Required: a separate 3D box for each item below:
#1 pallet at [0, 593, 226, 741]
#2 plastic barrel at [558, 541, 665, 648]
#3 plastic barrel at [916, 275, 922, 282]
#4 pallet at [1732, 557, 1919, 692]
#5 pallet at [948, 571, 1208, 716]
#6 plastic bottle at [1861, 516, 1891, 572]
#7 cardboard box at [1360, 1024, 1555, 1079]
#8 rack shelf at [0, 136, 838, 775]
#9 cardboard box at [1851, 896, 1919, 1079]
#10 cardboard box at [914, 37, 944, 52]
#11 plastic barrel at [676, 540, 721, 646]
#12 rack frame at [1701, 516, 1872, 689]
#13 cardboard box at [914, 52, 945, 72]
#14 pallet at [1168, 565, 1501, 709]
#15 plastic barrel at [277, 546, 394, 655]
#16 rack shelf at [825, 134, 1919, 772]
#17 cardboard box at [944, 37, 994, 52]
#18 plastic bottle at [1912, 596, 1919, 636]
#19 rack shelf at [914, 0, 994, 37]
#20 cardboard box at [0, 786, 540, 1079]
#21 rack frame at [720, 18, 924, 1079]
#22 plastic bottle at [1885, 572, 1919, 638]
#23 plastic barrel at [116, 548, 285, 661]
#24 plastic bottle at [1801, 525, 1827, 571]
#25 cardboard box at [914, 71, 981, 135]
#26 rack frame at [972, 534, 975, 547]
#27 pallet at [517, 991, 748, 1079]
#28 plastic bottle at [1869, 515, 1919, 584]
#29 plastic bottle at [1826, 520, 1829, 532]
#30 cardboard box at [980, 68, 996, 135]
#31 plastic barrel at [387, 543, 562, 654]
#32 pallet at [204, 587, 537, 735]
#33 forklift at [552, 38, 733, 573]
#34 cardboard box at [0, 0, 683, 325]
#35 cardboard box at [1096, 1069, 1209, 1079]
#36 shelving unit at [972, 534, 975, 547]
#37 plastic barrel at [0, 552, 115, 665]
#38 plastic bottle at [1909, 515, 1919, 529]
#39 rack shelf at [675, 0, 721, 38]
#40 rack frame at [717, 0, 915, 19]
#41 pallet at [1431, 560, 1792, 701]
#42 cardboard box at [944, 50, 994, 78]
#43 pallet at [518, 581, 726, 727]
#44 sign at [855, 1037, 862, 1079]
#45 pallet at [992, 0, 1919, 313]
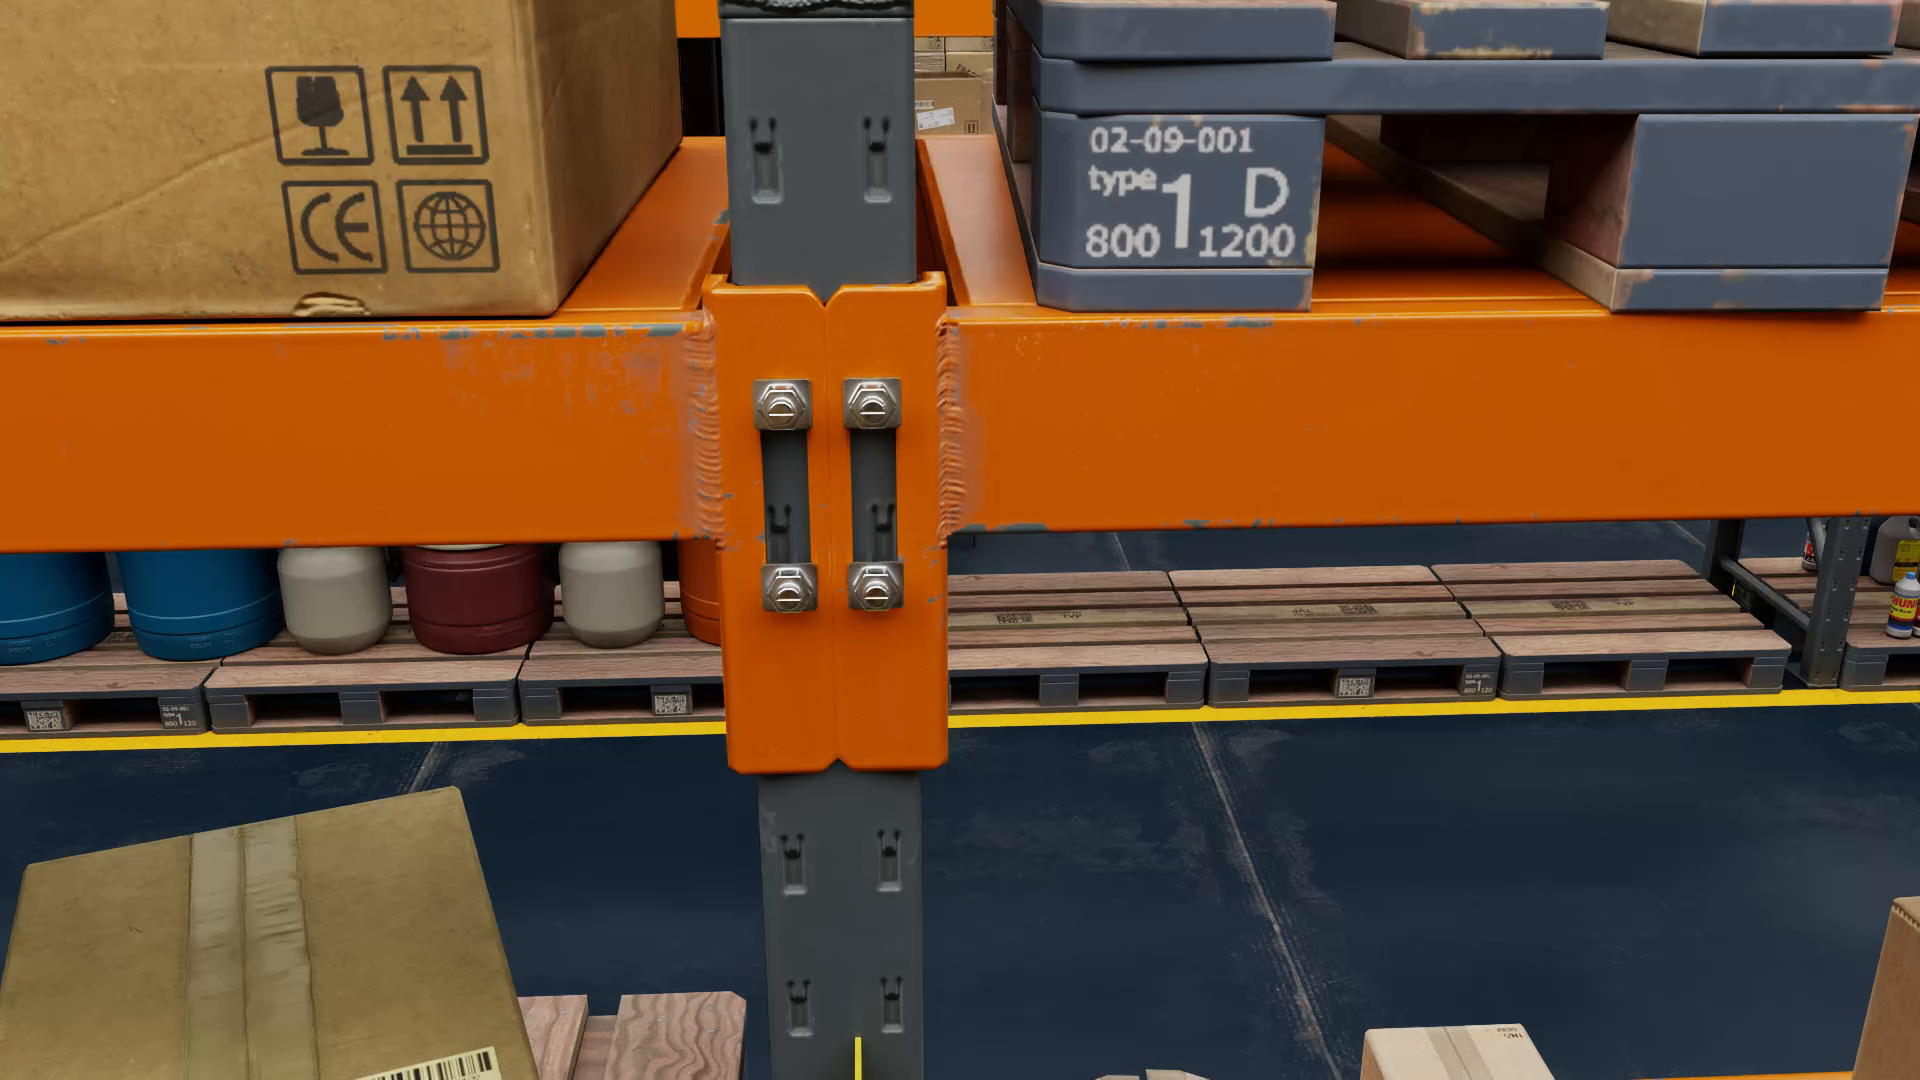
[{"bbox_3d":[-3.621,0.510,6.984,1.213,0.211,1.003,-1,21,-3],"label":"pallet"},{"bbox_3d":[-1.447,0.152,6.912,0.421,0.512,0.421,0,21,0],"label":"plastic barrel"},{"bbox_3d":[0.046,-1.054,6.983,0.708,0.536,0.600,-1,21,-3],"label":"plastic barrel"},{"bbox_3d":[4.266,0.350,7.406,1.213,0.211,1.003,-1,21,-3],"label":"pallet"},{"bbox_3d":[0.375,0.428,7.201,1.213,0.211,1.003,-1,21,-3],"label":"pallet"},{"bbox_3d":[4.220,-0.038,7.609,0.185,0.351,0.144,-2,21,-4],"label":"plastic bottle"},{"bbox_3d":[0.761,0.887,2.428,0.250,0.149,0.380,-1,21,-3],"label":"cardboard box"},{"bbox_3d":[-2.118,-0.139,1.565,4.000,0.370,1.077,-1,21,-3],"label":"rack shelf"},{"bbox_3d":[1.553,0.800,2.165,0.500,0.500,0.500,-2,21,-6],"label":"cardboard box"},{"bbox_3d":[-0.417,-4.916,15.773,0.500,0.500,0.700,-1,21,-3],"label":"cardboard box"},{"bbox_3d":[-0.888,-0.039,6.969,0.708,0.830,0.600,-1,21,-3],"label":"plastic barrel"},{"bbox_3d":[3.593,-0.955,6.913,0.127,3.000,1.000,-1,21,-3],"label":"rack frame"},{"bbox_3d":[-0.402,-4.357,15.708,0.500,0.500,0.500,-1,21,-2],"label":"cardboard box"},{"bbox_3d":[1.590,0.404,7.263,1.213,0.211,1.003,-1,21,-3],"label":"pallet"},{"bbox_3d":[-2.574,0.175,6.852,0.421,0.512,0.421,0,21,0],"label":"plastic barrel"},{"bbox_3d":[1.875,-0.220,1.779,4.000,0.370,1.077,-1,21,-3],"label":"rack shelf"},{"bbox_3d":[0.088,-4.927,15.801,0.500,0.500,0.700,-1,21,-4],"label":"cardboard box"},{"bbox_3d":[4.038,0.295,6.946,0.097,0.201,0.097,0,21,0],"label":"plastic bottle"},{"bbox_3d":[1.596,-1.980,6.400,4.000,0.370,1.077,-1,21,-3],"label":"rack shelf"},{"bbox_3d":[-0.744,0.696,1.846,0.500,0.500,0.700,-8,22,-21],"label":"cardboard box"},{"bbox_3d":[-0.121,0.886,2.078,0.127,3.000,1.000,-1,21,-3],"label":"rack frame"},{"bbox_3d":[3.936,0.264,6.928,0.097,0.271,0.097,0,21,0],"label":"plastic bottle"},{"bbox_3d":[-3.143,-0.027,6.836,0.708,0.901,0.600,-1,21,-3],"label":"plastic barrel"},{"bbox_3d":[3.937,0.029,7.643,0.097,0.201,0.097,0,21,0],"label":"plastic bottle"},{"bbox_3d":[-0.146,-2.901,11.294,0.500,0.500,0.500,-4,21,-10],"label":"cardboard box"},{"bbox_3d":[0.068,-0.492,8.438,0.008,1.050,0.200,-1,21,-3],"label":"rack frame"},{"bbox_3d":[-0.794,1.015,2.010,1.003,0.211,1.213,-1,21,-3],"label":"pallet"},{"bbox_3d":[4.228,0.013,7.475,0.185,0.351,0.144,-1,21,-3],"label":"plastic bottle"},{"bbox_3d":[4.054,-0.018,7.651,0.133,0.283,0.061,0,21,0],"label":"plastic bottle"},{"bbox_3d":[0.405,-2.948,11.417,0.500,0.500,0.700,2,21,5],"label":"cardboard box"},{"bbox_3d":[-2.015,0.096,6.952,0.708,0.588,0.600,-1,21,-3],"label":"plastic barrel"},{"bbox_3d":[-2.400,0.484,7.052,1.213,0.211,1.003,-1,21,-3],"label":"pallet"},{"bbox_3d":[-1.837,-1.375,8.113,3.031,2.935,1.130,-2,21,-5],"label":"forklift"},{"bbox_3d":[-0.555,-0.542,1.471,0.500,0.500,0.910,-1,21,-3],"label":"cardboard box"},{"bbox_3d":[0.244,0.936,2.072,0.500,0.311,0.500,0,21,0],"label":"cardboard box"},{"bbox_3d":[-0.053,-0.490,8.431,0.252,1.050,0.215,-1,21,-3],"label":"shelving unit"},{"bbox_3d":[-3.850,-0.013,6.798,0.708,0.901,0.600,-1,21,-3],"label":"plastic barrel"},{"bbox_3d":[4.411,-0.042,7.619,0.185,0.351,0.144,-2,21,-6],"label":"plastic bottle"},{"bbox_3d":[-2.397,-1.898,6.187,4.000,0.370,1.077,-1,21,-3],"label":"rack shelf"},{"bbox_3d":[-0.121,-1.917,1.010,0.127,3.000,1.000,-1,21,-3],"label":"rack frame"},{"bbox_3d":[2.811,0.378,7.331,1.213,0.211,1.003,-1,21,-3],"label":"pallet"},{"bbox_3d":[0.106,-4.368,15.738,0.500,0.500,0.500,-1,21,-4],"label":"cardboard box"},{"bbox_3d":[-1.185,0.461,7.115,1.213,0.211,1.003,-1,21,-3],"label":"pallet"},{"bbox_3d":[-0.081,0.575,1.380,0.005,0.325,0.100,-1,21,-3],"label":"sign"},{"bbox_3d":[0.551,-0.473,1.697,1.003,0.211,1.213,0,21,-1],"label":"pallet"}]
